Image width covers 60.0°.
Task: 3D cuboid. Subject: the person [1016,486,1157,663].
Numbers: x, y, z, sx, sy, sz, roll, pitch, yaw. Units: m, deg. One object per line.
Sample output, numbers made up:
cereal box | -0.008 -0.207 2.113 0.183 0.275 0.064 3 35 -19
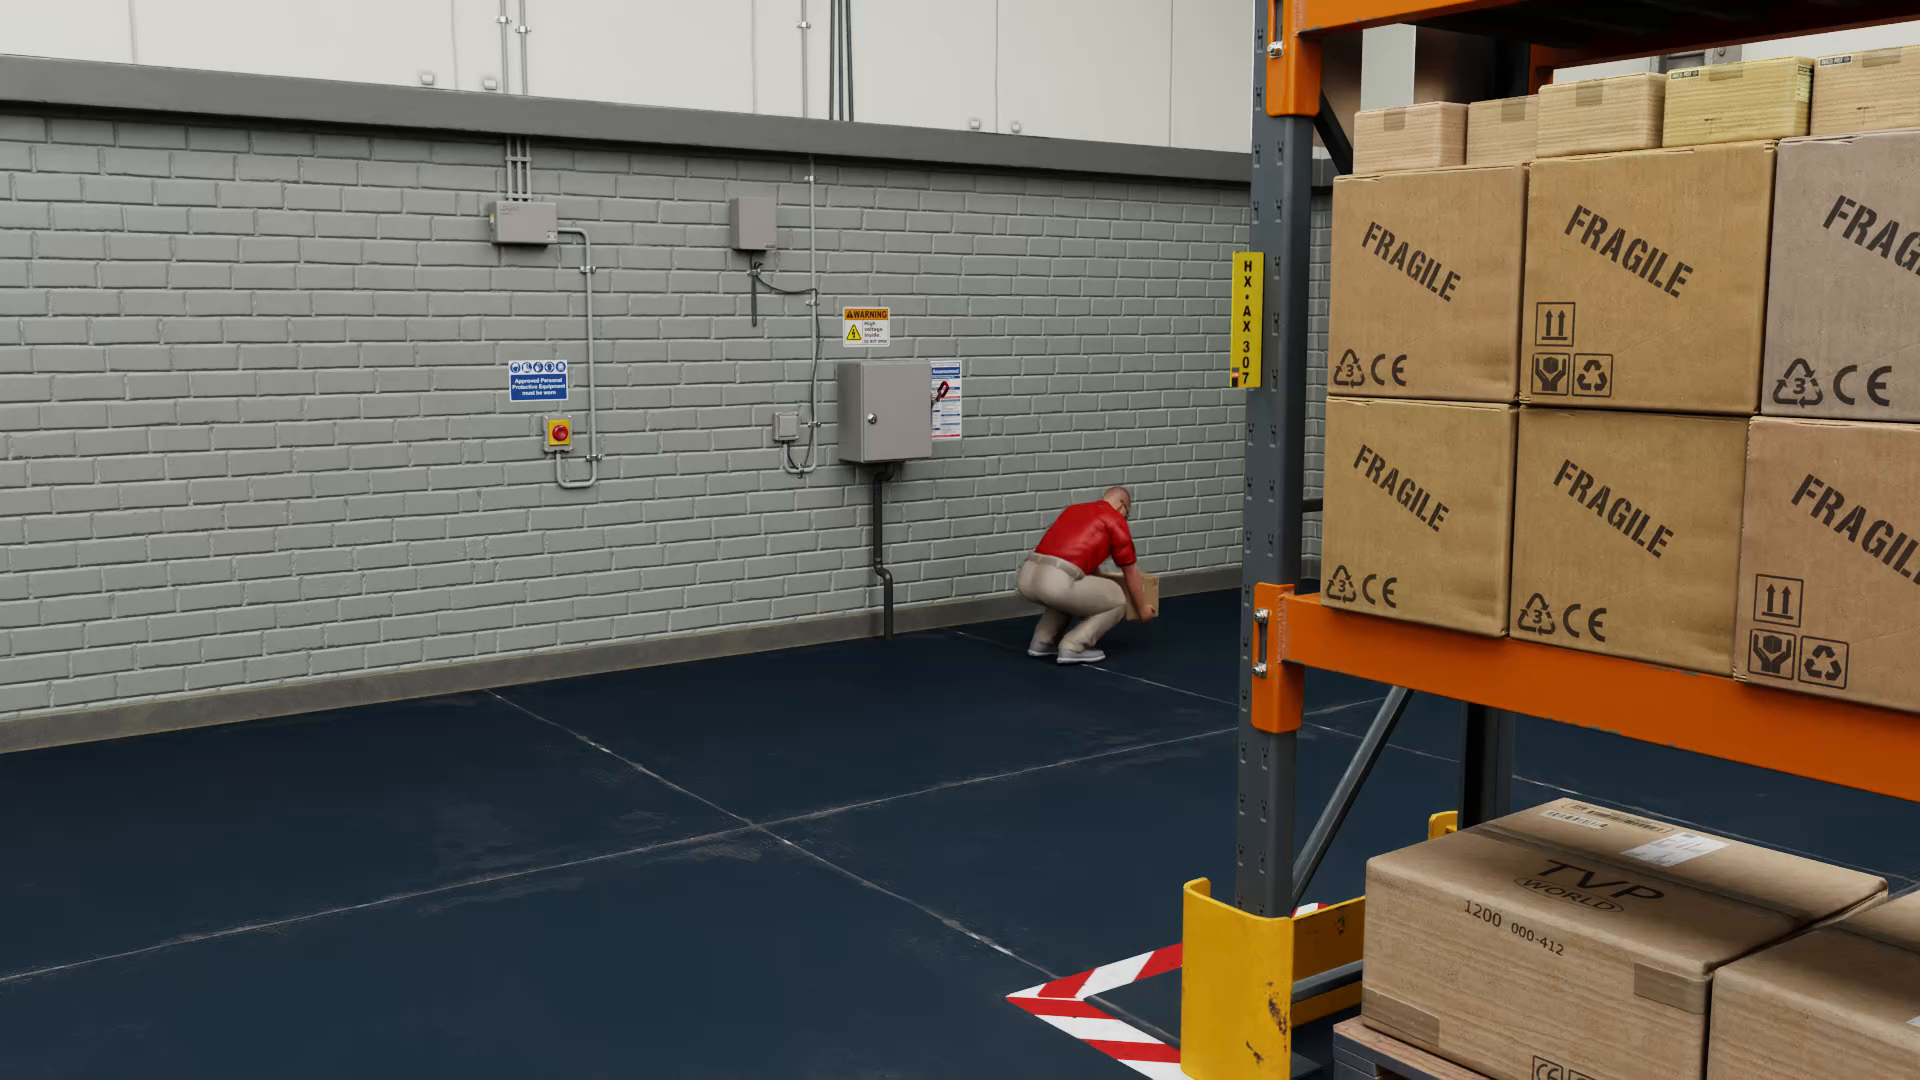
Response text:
person | 0.733 0.197 9.731 0.891 0.986 0.533 -6 10 -37
